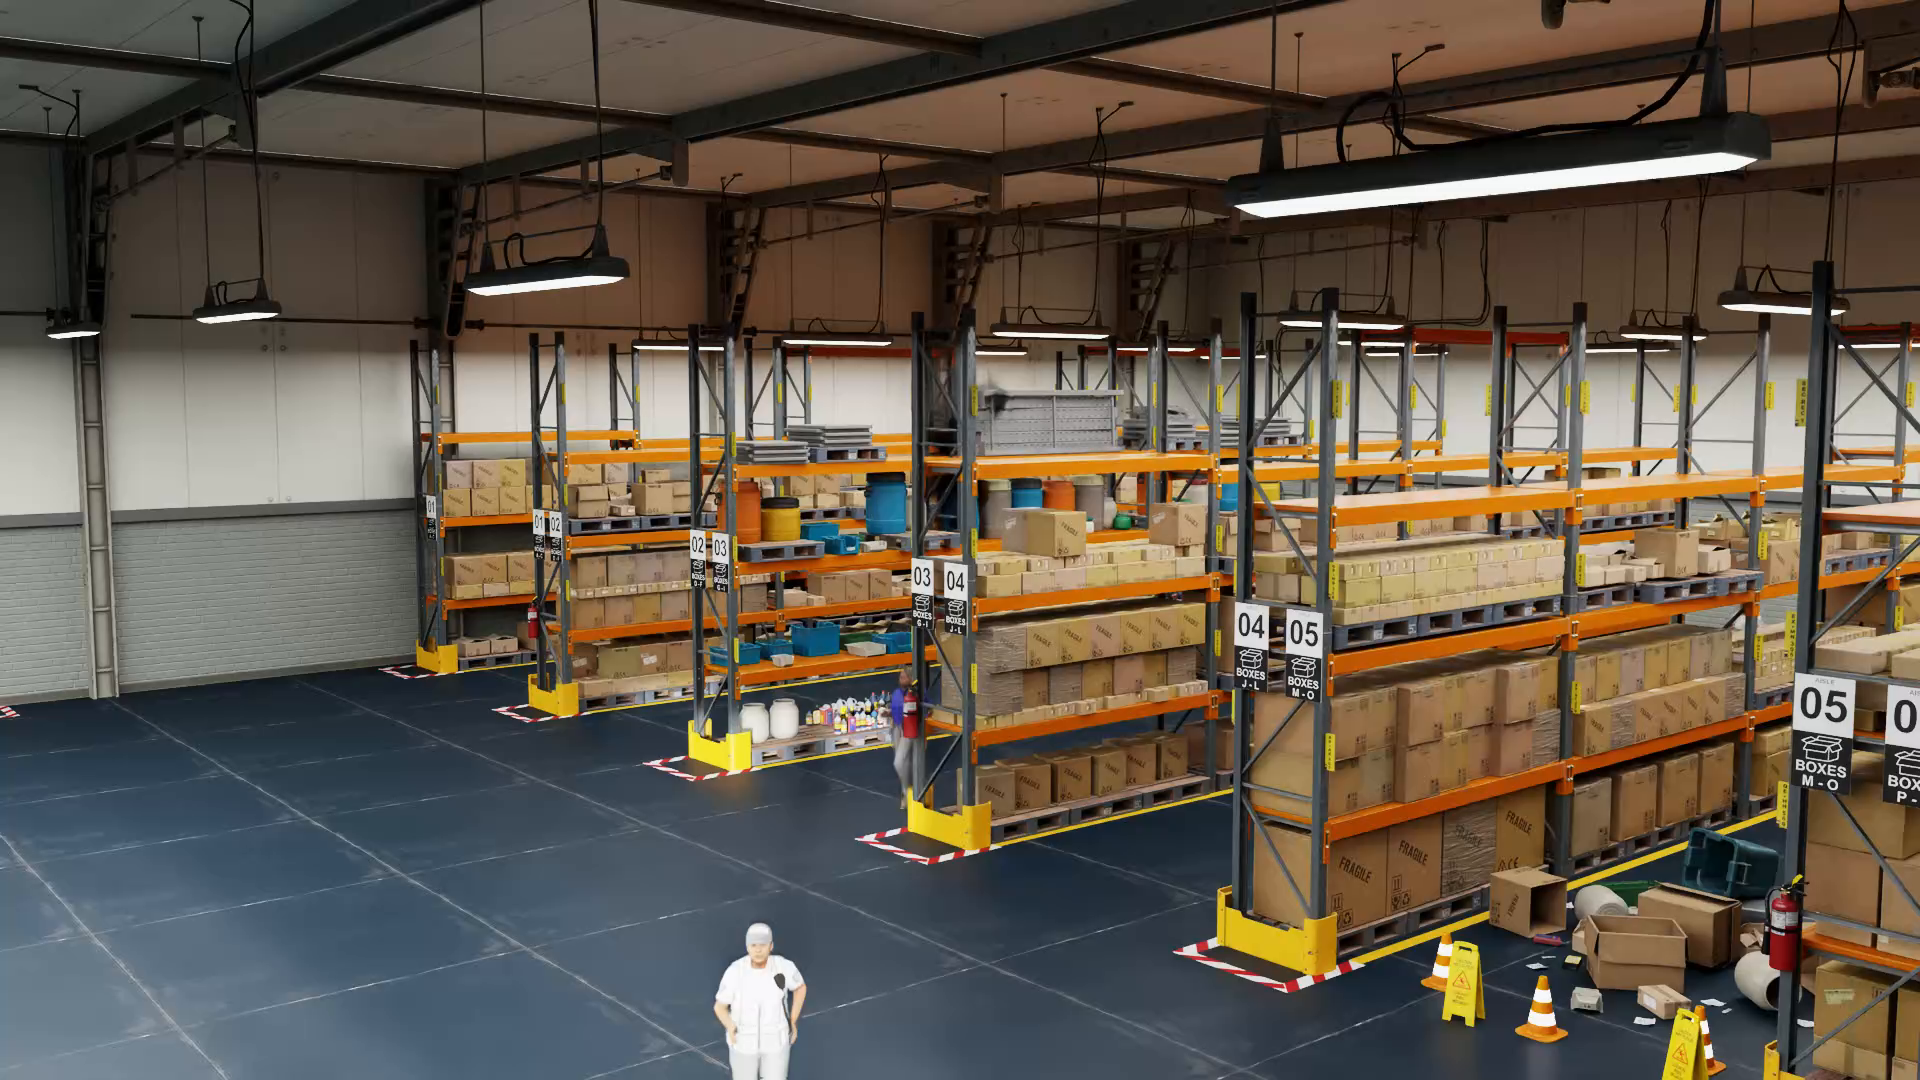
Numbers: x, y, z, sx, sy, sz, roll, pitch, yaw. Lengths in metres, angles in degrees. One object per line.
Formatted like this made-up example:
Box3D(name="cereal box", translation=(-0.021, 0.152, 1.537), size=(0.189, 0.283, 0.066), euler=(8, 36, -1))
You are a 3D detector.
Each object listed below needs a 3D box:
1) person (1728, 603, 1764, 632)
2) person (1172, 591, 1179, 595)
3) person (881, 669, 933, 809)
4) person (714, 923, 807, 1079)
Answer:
Box3D(name="person", translation=(13.015, 1.776, 27.550), size=(0.590, 1.725, 0.833), euler=(3, 6, 26))
Box3D(name="person", translation=(4.455, 1.248, 32.728), size=(0.705, 1.828, 0.875), euler=(4, 7, 38))
Box3D(name="person", translation=(-0.680, 2.419, 20.316), size=(0.554, 1.691, 0.668), euler=(5, 7, 44))
Box3D(name="person", translation=(-1.313, 3.336, 10.976), size=(0.607, 1.659, 0.849), euler=(0, 5, -5))
